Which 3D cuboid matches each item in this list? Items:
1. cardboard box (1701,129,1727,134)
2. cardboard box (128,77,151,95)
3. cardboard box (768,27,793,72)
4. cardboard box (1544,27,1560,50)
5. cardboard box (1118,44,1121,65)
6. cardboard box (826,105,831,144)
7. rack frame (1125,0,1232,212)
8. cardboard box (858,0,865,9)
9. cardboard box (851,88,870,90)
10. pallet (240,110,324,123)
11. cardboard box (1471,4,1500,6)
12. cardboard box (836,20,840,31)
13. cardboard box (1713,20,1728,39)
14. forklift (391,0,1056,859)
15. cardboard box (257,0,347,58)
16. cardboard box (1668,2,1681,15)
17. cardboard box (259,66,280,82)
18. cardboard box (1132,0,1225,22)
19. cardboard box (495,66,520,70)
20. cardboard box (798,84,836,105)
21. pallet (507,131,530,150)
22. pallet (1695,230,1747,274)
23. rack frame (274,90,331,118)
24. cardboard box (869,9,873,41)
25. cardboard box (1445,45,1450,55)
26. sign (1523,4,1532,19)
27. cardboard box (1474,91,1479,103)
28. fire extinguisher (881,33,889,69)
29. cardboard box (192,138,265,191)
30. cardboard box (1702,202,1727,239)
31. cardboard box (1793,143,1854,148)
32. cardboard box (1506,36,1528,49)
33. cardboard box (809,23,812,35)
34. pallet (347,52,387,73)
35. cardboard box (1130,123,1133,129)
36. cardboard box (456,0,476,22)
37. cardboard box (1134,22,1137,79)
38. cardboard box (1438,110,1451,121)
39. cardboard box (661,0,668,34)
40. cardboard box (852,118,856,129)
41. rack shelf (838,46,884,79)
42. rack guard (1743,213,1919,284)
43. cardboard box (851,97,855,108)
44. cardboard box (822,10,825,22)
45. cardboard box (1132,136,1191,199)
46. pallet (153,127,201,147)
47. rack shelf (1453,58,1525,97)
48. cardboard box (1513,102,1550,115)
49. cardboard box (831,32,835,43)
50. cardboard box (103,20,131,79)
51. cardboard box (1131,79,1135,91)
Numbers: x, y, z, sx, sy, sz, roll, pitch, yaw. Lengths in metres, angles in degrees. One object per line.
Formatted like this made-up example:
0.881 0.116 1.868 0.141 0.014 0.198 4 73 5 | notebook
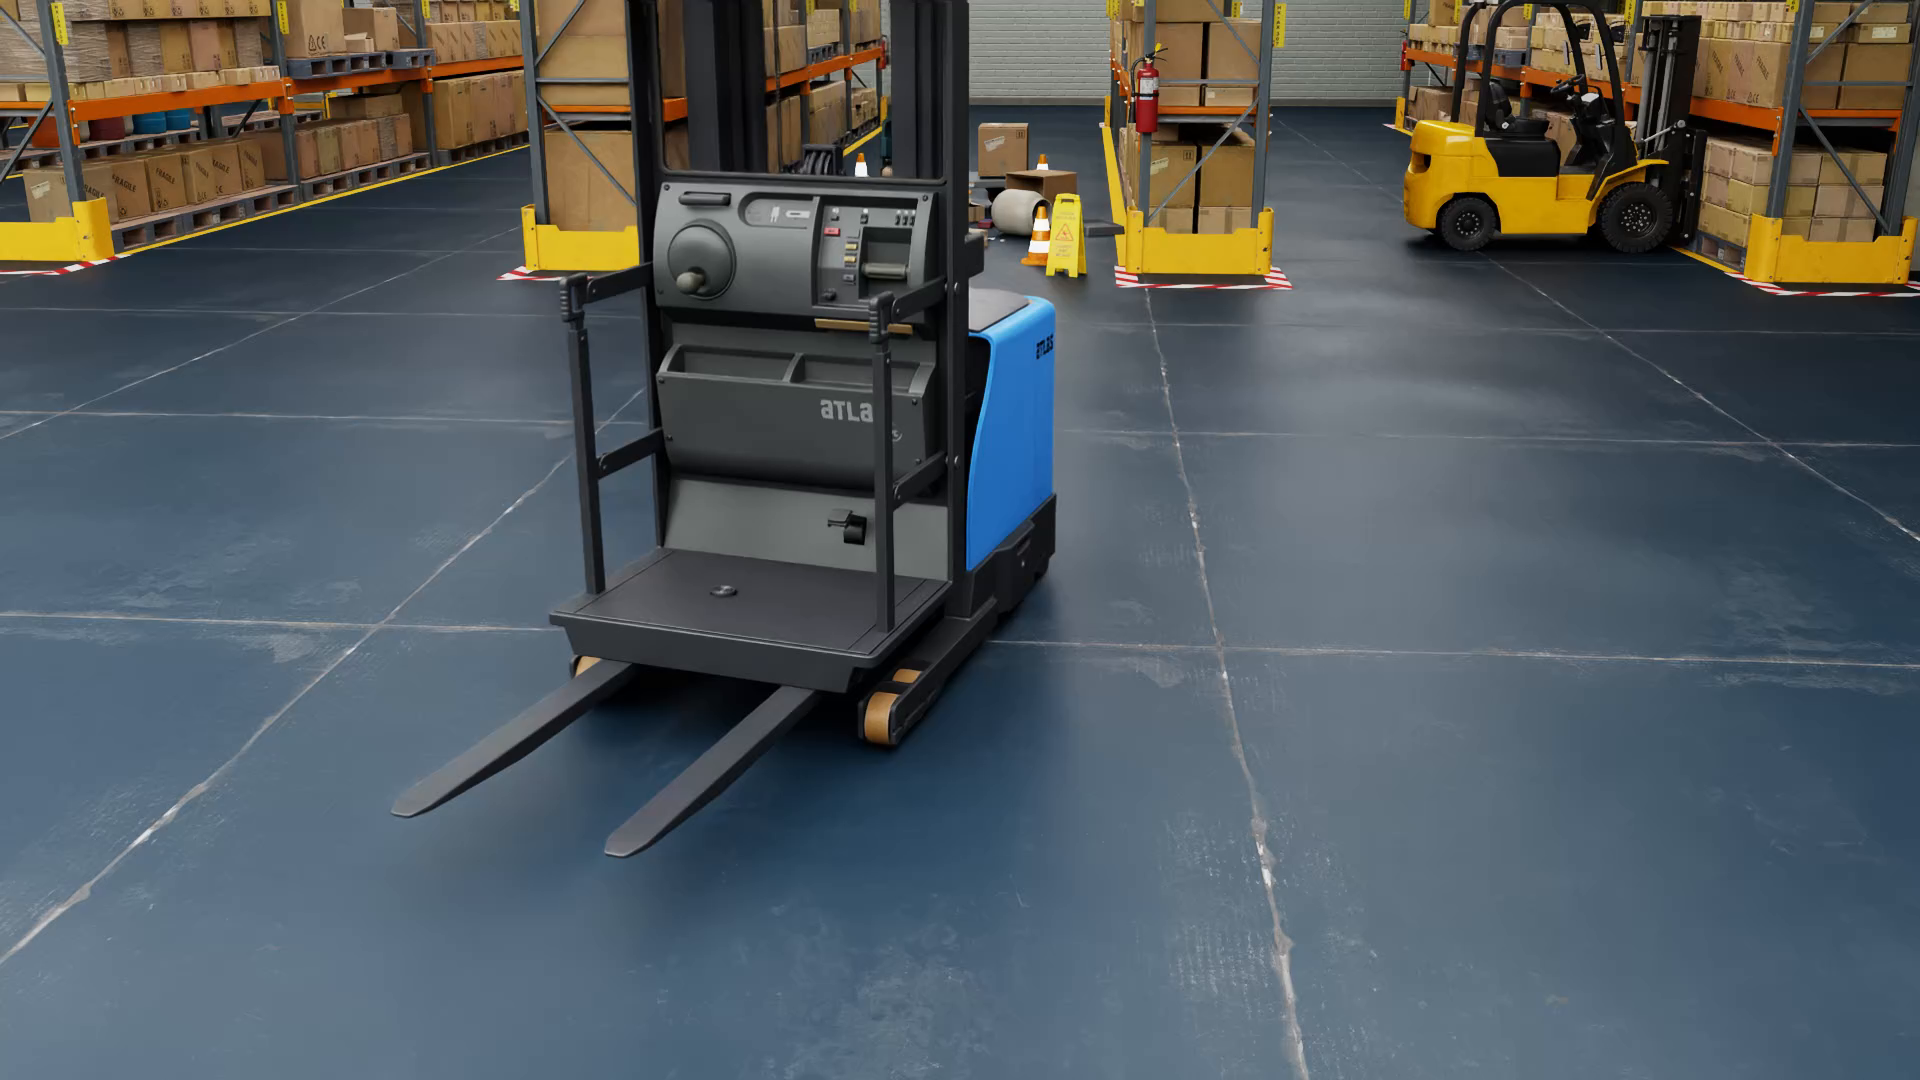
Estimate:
6.765 -3.664 15.424 0.500 0.250 0.500 2 18 6 | cardboard box
-7.589 -4.115 15.069 0.380 0.149 0.250 1 18 4 | cardboard box
-2.263 -5.775 19.571 0.500 0.500 0.500 1 18 3 | cardboard box
7.158 -5.874 19.469 0.500 0.250 0.500 2 18 6 | cardboard box
2.317 -6.355 21.743 0.500 0.250 0.500 2 18 5 | cardboard box
-2.056 -5.725 22.919 0.500 0.500 0.500 1 18 3 | cardboard box
2.232 -4.863 16.945 1.000 3.000 0.127 1 18 4 | rack frame
-1.774 -8.542 25.931 0.500 0.500 0.500 2 18 5 | cardboard box
-1.712 -7.549 28.094 0.380 0.149 0.250 2 18 5 | cardboard box
-11.830 -7.341 28.987 1.003 0.211 1.213 1 18 4 | pallet
8.129 -8.121 25.447 0.500 0.500 0.500 1 18 2 | cardboard box
-1.970 -7.520 24.306 0.380 0.149 0.250 2 18 6 | cardboard box
6.710 -4.379 14.268 0.380 0.149 0.250 1 18 4 | cardboard box
-0.598 -0.912 4.999 1.130 2.935 3.031 6 19 19 | forklift
-7.456 -5.812 18.205 1.000 1.000 1.000 1 18 4 | cardboard box
6.806 -4.917 15.433 0.380 0.149 0.250 2 18 5 | cardboard box
-7.374 -4.891 17.436 0.380 0.149 0.250 1 18 4 | cardboard box
1.764 -4.448 13.436 0.700 0.500 0.500 1 18 3 | cardboard box
-6.952 -6.961 26.089 0.875 0.875 0.875 1 18 4 | cardboard box
-2.014 -6.234 23.265 0.500 0.250 0.500 0 18 1 | cardboard box
-7.059 -6.002 24.901 1.003 0.211 1.213 1 18 4 | pallet
6.910 -2.424 13.981 1.003 0.211 1.213 1 18 4 | pallet
-11.732 -8.921 29.332 1.000 3.000 0.127 1 18 4 | rack frame
-1.696 -8.395 27.087 0.500 0.500 0.500 1 18 4 | cardboard box
7.519 -7.385 25.048 0.380 0.149 0.250 2 18 5 | cardboard box
6.928 -6.517 20.262 0.100 0.325 0.005 1 18 4 | sign
7.516 -6.284 23.583 0.380 0.149 0.250 0 18 1 | cardboard box
-1.374 -8.523 28.838 0.296 0.674 0.183 1 18 4 | fire extinguisher
-7.721 -3.972 17.568 0.500 0.500 0.500 1 18 2 | cardboard box
6.660 -2.711 14.120 0.500 0.250 0.500 1 18 4 | cardboard box
7.152 -3.179 13.943 0.500 0.250 0.500 1 18 4 | cardboard box
7.135 -6.288 21.025 0.380 0.149 0.250 2 18 5 | cardboard box
-2.157 -6.718 21.861 0.380 0.149 0.250 1 18 2 | cardboard box
-7.466 -5.619 19.563 1.003 0.211 1.213 1 18 4 | pallet
1.801 -3.962 15.693 0.380 0.149 0.250 2 18 7 | cardboard box
-7.206 -7.488 23.186 0.797 0.503 0.637 2 18 6 | cardboard box
1.790 -4.295 14.574 0.500 0.500 0.500 1 18 4 | cardboard box
7.530 -6.428 25.440 0.396 0.266 0.258 2 18 6 | cardboard box
-2.986 -4.571 14.081 0.875 0.550 0.550 1 18 4 | cardboard box
-1.792 -6.377 25.471 0.380 0.149 0.250 0 18 2 | cardboard box
-1.995 -7.706 26.777 1.077 0.370 4.000 1 18 4 | rack shelf
6.895 -2.315 13.186 1.175 0.500 0.348 1 18 4 | rack guard
-1.829 -6.740 25.625 0.380 0.149 0.250 2 18 7 | cardboard box
-2.067 -7.255 23.022 0.380 0.149 0.250 0 18 1 | cardboard box
1.777 -3.286 14.672 0.500 0.500 0.500 2 18 6 | cardboard box
-12.116 -6.115 25.246 1.003 0.211 1.213 1 18 4 | pallet
7.614 -6.275 22.410 1.077 0.370 4.000 1 18 4 | rack shelf
7.253 -5.474 21.110 0.380 0.149 0.250 0 18 1 | cardboard box
-2.008 -7.221 23.871 0.380 0.149 0.250 1 18 4 | cardboard box
-7.956 -4.358 14.769 0.875 0.500 0.500 1 18 4 | cardboard box
1.789 -4.255 15.496 0.380 0.149 0.250 1 18 4 | cardboard box
